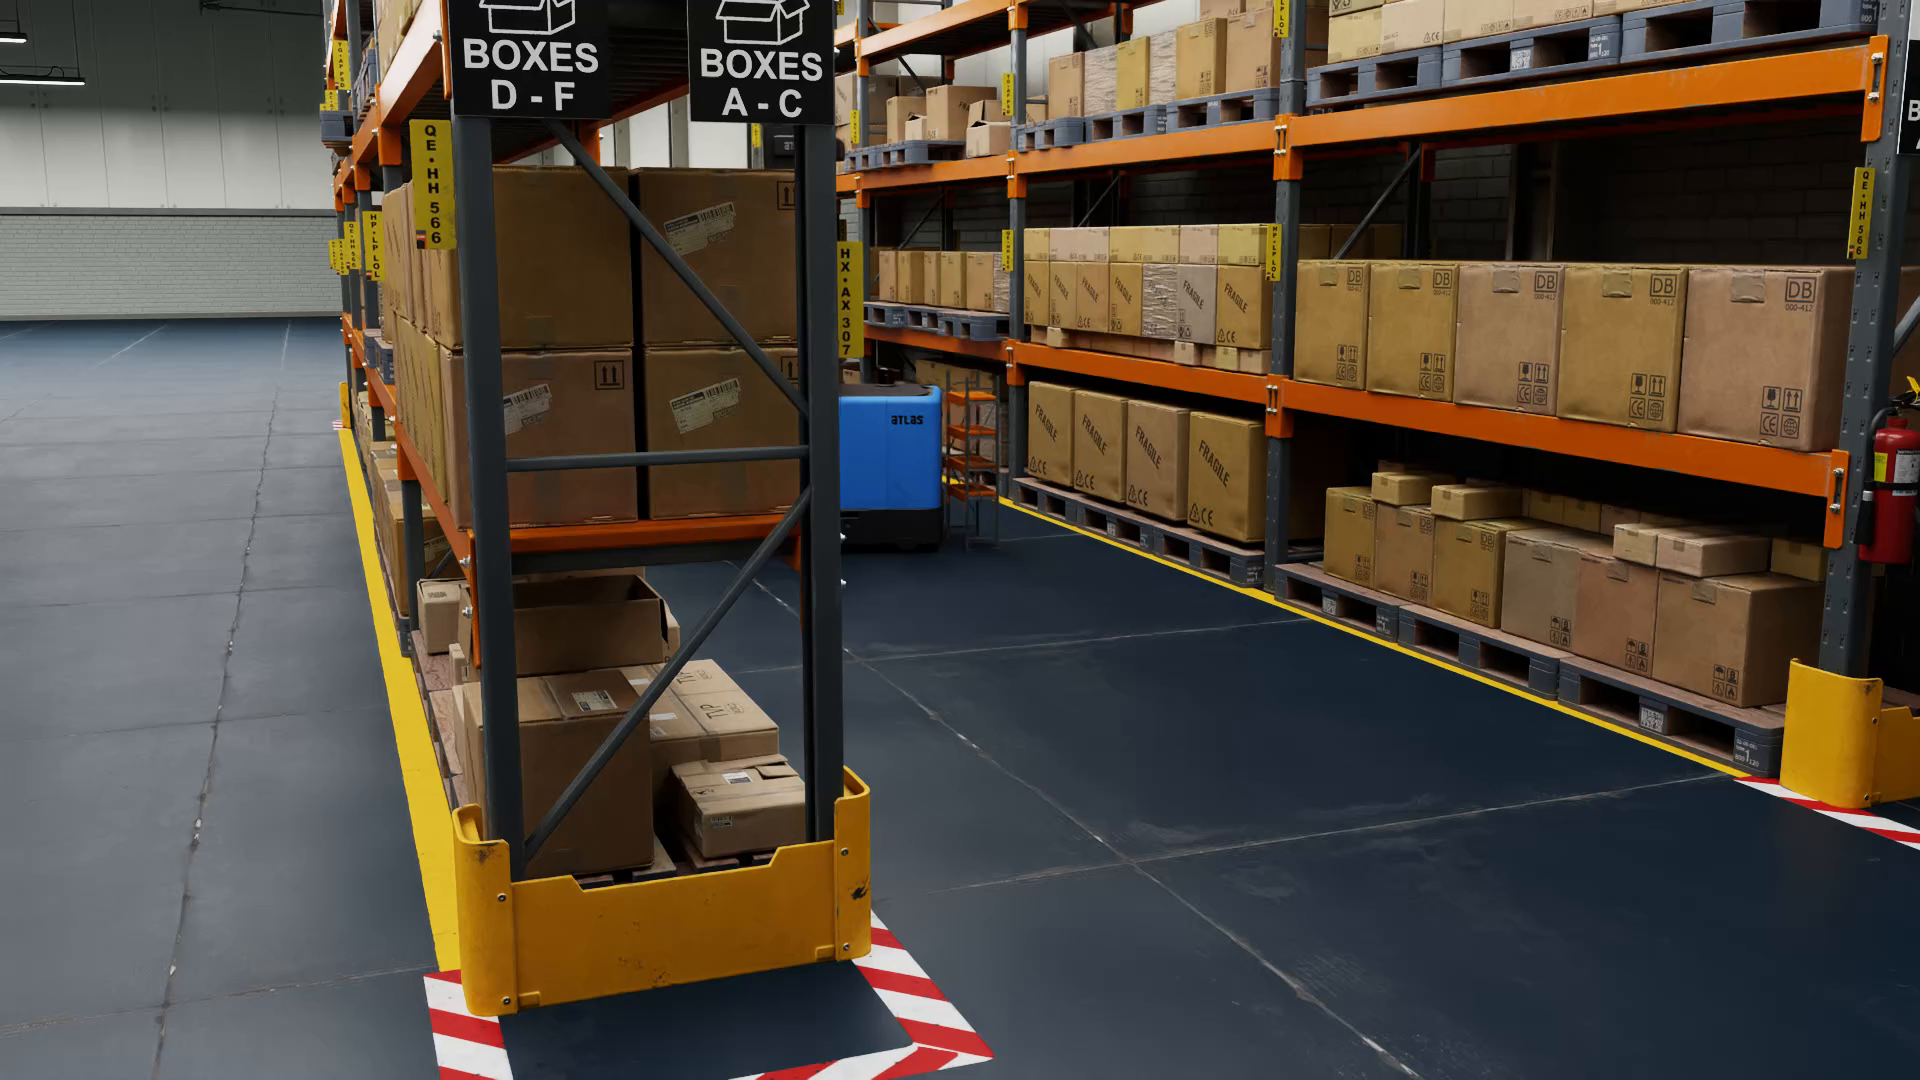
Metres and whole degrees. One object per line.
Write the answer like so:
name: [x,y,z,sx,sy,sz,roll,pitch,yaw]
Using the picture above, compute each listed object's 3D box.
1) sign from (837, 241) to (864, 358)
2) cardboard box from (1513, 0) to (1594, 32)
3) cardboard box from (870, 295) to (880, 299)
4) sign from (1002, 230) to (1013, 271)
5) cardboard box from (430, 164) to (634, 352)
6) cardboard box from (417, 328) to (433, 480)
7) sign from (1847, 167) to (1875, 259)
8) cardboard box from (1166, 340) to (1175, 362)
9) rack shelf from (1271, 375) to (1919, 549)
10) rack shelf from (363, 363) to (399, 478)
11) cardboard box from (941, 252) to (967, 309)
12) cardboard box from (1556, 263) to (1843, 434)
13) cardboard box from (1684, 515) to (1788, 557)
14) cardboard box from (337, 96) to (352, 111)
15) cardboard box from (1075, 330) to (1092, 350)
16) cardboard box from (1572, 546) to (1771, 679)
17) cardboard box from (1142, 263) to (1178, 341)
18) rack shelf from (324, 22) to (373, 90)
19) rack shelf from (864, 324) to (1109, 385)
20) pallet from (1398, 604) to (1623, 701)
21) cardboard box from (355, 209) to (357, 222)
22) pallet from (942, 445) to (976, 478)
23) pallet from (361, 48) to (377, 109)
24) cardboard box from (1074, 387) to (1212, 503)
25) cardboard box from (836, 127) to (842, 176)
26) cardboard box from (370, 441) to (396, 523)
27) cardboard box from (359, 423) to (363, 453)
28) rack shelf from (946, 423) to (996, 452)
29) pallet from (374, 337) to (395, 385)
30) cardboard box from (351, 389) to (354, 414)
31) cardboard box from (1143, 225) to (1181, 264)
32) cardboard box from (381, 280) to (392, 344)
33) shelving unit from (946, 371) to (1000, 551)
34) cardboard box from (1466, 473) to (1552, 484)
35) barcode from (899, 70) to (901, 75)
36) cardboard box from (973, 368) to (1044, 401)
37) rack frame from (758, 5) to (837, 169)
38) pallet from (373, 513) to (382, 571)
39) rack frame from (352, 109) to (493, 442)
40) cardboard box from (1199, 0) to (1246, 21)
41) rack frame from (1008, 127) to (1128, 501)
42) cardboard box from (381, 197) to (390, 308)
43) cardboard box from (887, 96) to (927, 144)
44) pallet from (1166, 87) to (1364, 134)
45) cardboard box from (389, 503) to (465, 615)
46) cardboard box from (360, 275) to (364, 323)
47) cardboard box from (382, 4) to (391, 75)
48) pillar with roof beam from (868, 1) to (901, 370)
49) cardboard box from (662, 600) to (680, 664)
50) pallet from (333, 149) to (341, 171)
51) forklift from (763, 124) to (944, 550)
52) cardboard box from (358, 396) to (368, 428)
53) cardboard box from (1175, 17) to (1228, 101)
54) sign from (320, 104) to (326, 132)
sign: [-0.321,-0.678,4.694,0.100,0.325,0.005,-4,11,-21]
cardboard box: [2.893,-2.463,7.582,0.500,0.250,0.500,-4,11,-23]
cardboard box: [-1.014,-2.485,17.696,0.500,0.250,0.500,-4,11,-21]
sign: [0.388,-2.333,13.391,0.100,0.325,0.005,-4,11,-21]
cardboard box: [-1.244,-0.814,4.790,0.500,0.500,0.500,-4,11,-21]
cardboard box: [-1.610,-0.488,5.816,0.500,0.500,0.500,-4,11,-20]
sign: [3.278,-1.187,6.044,0.100,0.325,0.005,-4,11,-21]
cardboard box: [1.611,-1.277,11.193,0.380,0.149,0.250,-4,11,-21]
rack shelf: [3.064,-0.504,8.245,1.077,0.370,4.000,-4,11,-21]
rack shelf: [-3.001,-0.842,10.145,1.077,0.370,4.000,-4,11,-21]
cardboard box: [0.238,-2.382,15.204,0.700,0.500,0.500,-4,11,-21]
cardboard box: [3.321,-0.881,7.449,0.980,0.700,0.700,-4,11,-21]
cardboard box: [3.489,-0.010,7.500,0.380,0.149,0.250,-4,11,-21]
cardboard box: [-6.278,-4.342,17.316,0.500,0.500,0.500,-4,11,-21]
cardboard box: [1.100,-1.532,12.628,0.380,0.149,0.250,-4,11,-21]
cardboard box: [3.261,0.302,7.595,0.700,0.500,0.500,-4,11,-21]
cardboard box: [1.569,-1.615,11.243,0.500,0.500,0.500,-4,11,-21]
rack shelf: [-5.900,-4.905,16.995,1.077,0.370,4.000,-4,11,-21]
rack shelf: [0.165,-1.810,15.586,1.077,0.370,4.000,-4,11,-21]
pallet: [2.988,0.516,8.414,1.003,0.211,1.213,-4,11,-21]
cardboard box: [-5.888,-3.182,17.252,0.700,0.500,0.500,-4,11,-21]
pallet: [0.170,-0.792,15.767,1.003,0.211,1.213,-4,11,-21]
pallet: [-2.447,-2.365,8.624,1.213,0.211,1.003,-4,11,-21]
cardboard box: [1.346,-0.715,12.312,0.750,0.750,0.750,-4,11,-21]
cardboard box: [-1.144,-4.177,17.929,0.500,0.500,0.500,-5,11,-26]
cardboard box: [-3.827,-0.416,11.578,0.500,0.500,0.500,-3,11,-18]
cardboard box: [-5.260,-0.947,15.333,0.500,0.250,0.500,-4,11,-22]
rack shelf: [0.088,-0.718,11.637,0.258,0.148,0.480,-3,10,-16]
pallet: [-3.017,-1.111,10.151,1.003,0.211,1.213,-4,11,-21]
cardboard box: [-6.638,-1.580,18.891,0.500,0.250,0.500,-4,11,-21]
cardboard box: [1.571,-1.987,11.193,0.500,0.250,0.500,-4,11,-20]
cardboard box: [-2.974,-1.411,9.800,0.700,0.500,0.500,-7,12,-35]
shelving unit: [0.088,-0.564,11.664,0.258,1.200,0.503,-3,10,-16]
cardboard box: [2.936,-0.259,8.899,0.380,0.149,0.250,-4,11,-23]
barcode: [-0.662,-5.157,18.358,0.001,0.075,0.075,-4,11,-21]
cardboard box: [0.432,-1.404,14.990,0.500,0.250,0.500,-4,11,-20]
rack frame: [-2.009,-6.097,20.503,1.000,3.000,0.127,-4,11,-21]
pallet: [-3.490,-0.026,11.463,1.003,0.211,1.213,-4,11,-21]
rack frame: [-3.726,-1.523,11.917,1.000,3.000,0.127,-4,11,-21]
cardboard box: [1.929,-3.538,10.997,0.500,0.250,0.500,-4,11,-23]
rack frame: [0.890,-1.838,13.688,1.000,3.000,0.127,-4,11,-21]
cardboard box: [-2.368,-1.317,7.617,0.500,0.500,0.500,-4,11,-19]
cardboard box: [-0.436,-4.129,16.520,0.500,0.500,0.500,-2,10,-13]
pallet: [1.961,-2.714,10.595,0.805,0.209,1.217,-4,11,-23]
cardboard box: [-2.722,0.082,8.777,0.500,0.500,0.500,-4,11,-21]
cardboard box: [-5.717,-2.465,16.927,0.700,0.500,0.500,-4,11,-20]
cardboard box: [-2.153,-2.096,7.002,0.500,0.250,0.500,-4,11,-21]
pillar with roof beam: [-4.962,-5.765,18.634,9.100,9.000,0.400,-4,11,-21]
cardboard box: [-1.533,0.435,7.334,0.500,0.311,0.500,-4,11,-21]
pallet: [-5.947,-3.946,17.224,1.003,0.211,1.213,-4,11,-21]
forklift: [-1.637,-1.439,11.641,3.031,2.935,1.130,0,10,0]
cardboard box: [-5.081,-1.140,14.813,0.500,0.311,0.500,-4,11,-22]
cardboard box: [1.861,-3.165,11.042,0.700,0.500,0.500,-4,11,-22]
sign: [-7.144,-4.741,18.719,0.100,0.325,0.005,-4,11,-21]
